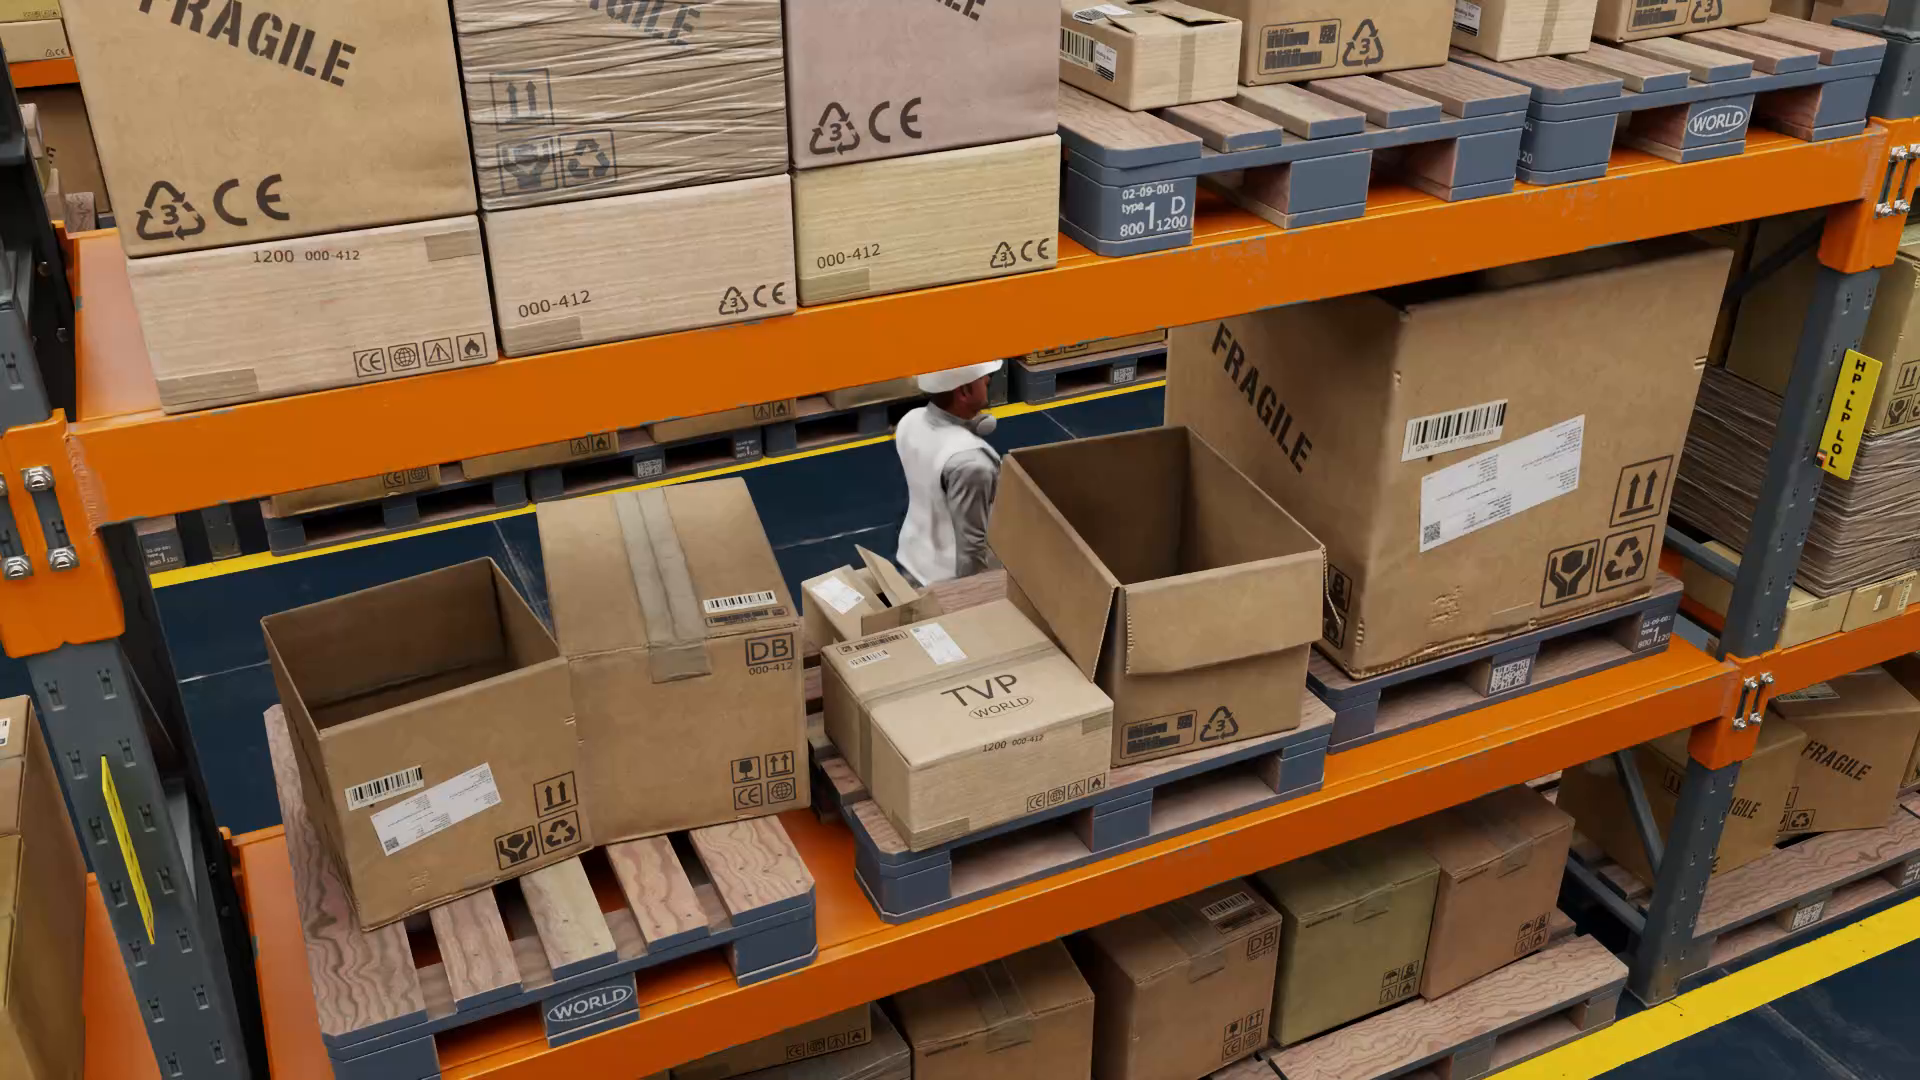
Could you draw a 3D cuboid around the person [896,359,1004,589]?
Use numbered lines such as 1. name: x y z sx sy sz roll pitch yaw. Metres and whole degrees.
1. person: 0.019 0.110 5.881 0.462 1.800 0.546 -16 33 -27
